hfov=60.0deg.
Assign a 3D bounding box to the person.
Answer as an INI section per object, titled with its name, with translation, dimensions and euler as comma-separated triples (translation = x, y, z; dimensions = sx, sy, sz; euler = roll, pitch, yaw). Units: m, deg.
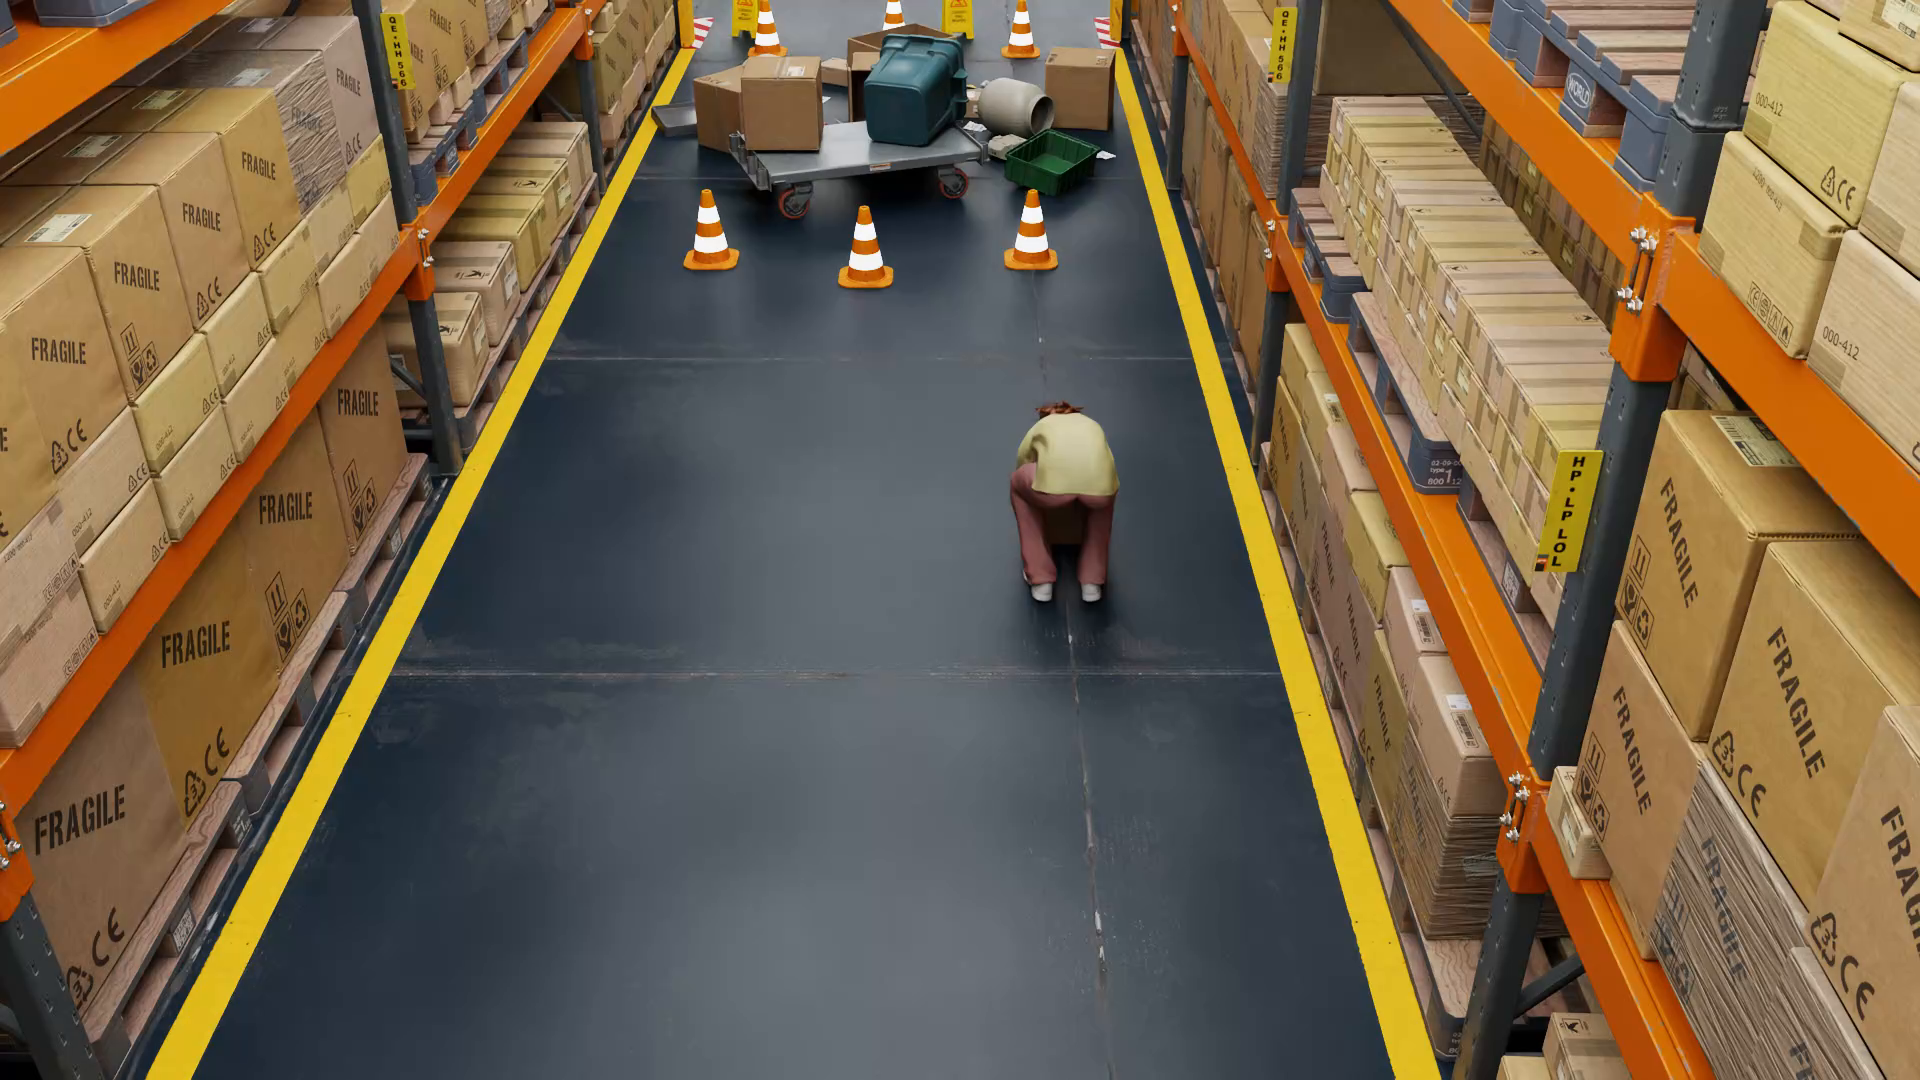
[person]
translation = 0.458, -0.208, 7.326
dimensions = 0.475, 0.818, 0.860
euler = -1, 32, -2
